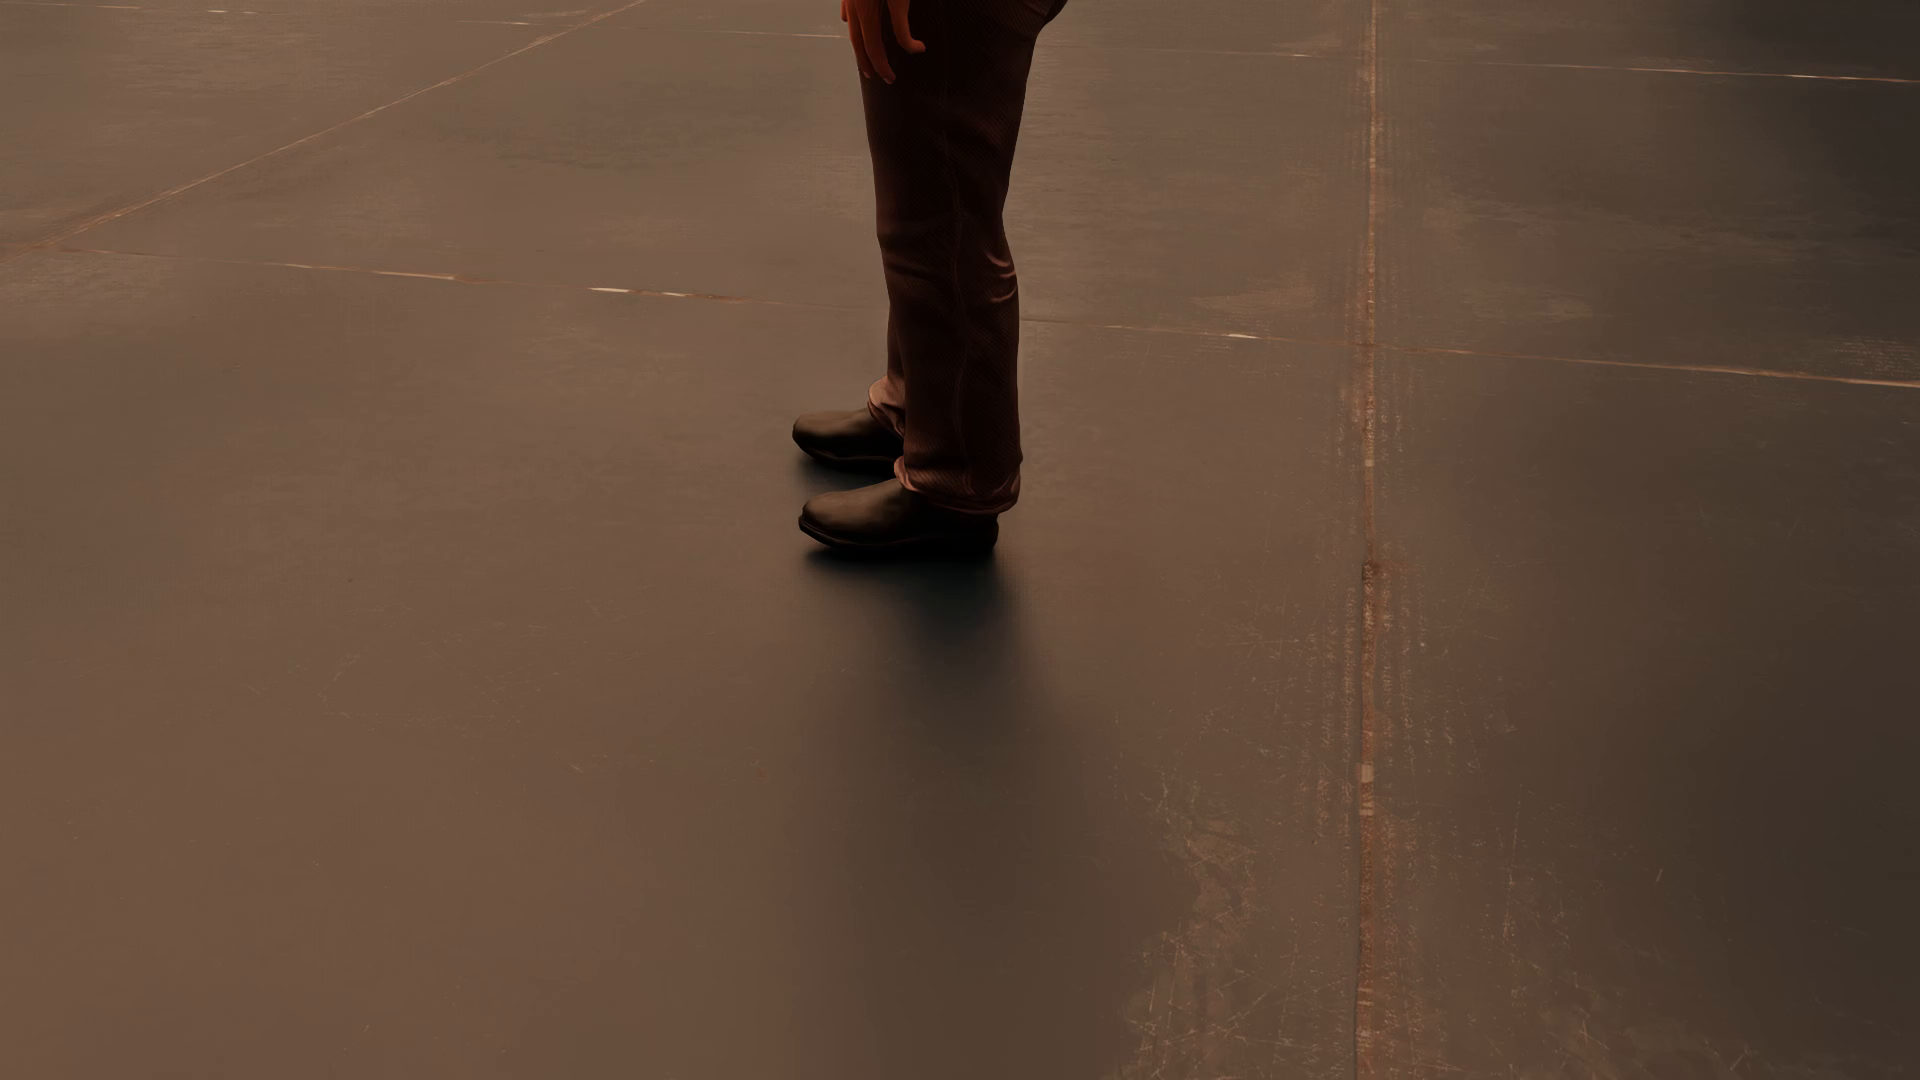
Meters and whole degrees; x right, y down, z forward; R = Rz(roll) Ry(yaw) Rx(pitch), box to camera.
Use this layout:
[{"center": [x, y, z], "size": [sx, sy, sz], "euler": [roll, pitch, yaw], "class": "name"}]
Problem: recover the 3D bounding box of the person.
[{"center": [-0.067, -0.751, 2.147], "size": [0.552, 1.642, 0.632], "euler": [6, 27, 11], "class": "person"}]
